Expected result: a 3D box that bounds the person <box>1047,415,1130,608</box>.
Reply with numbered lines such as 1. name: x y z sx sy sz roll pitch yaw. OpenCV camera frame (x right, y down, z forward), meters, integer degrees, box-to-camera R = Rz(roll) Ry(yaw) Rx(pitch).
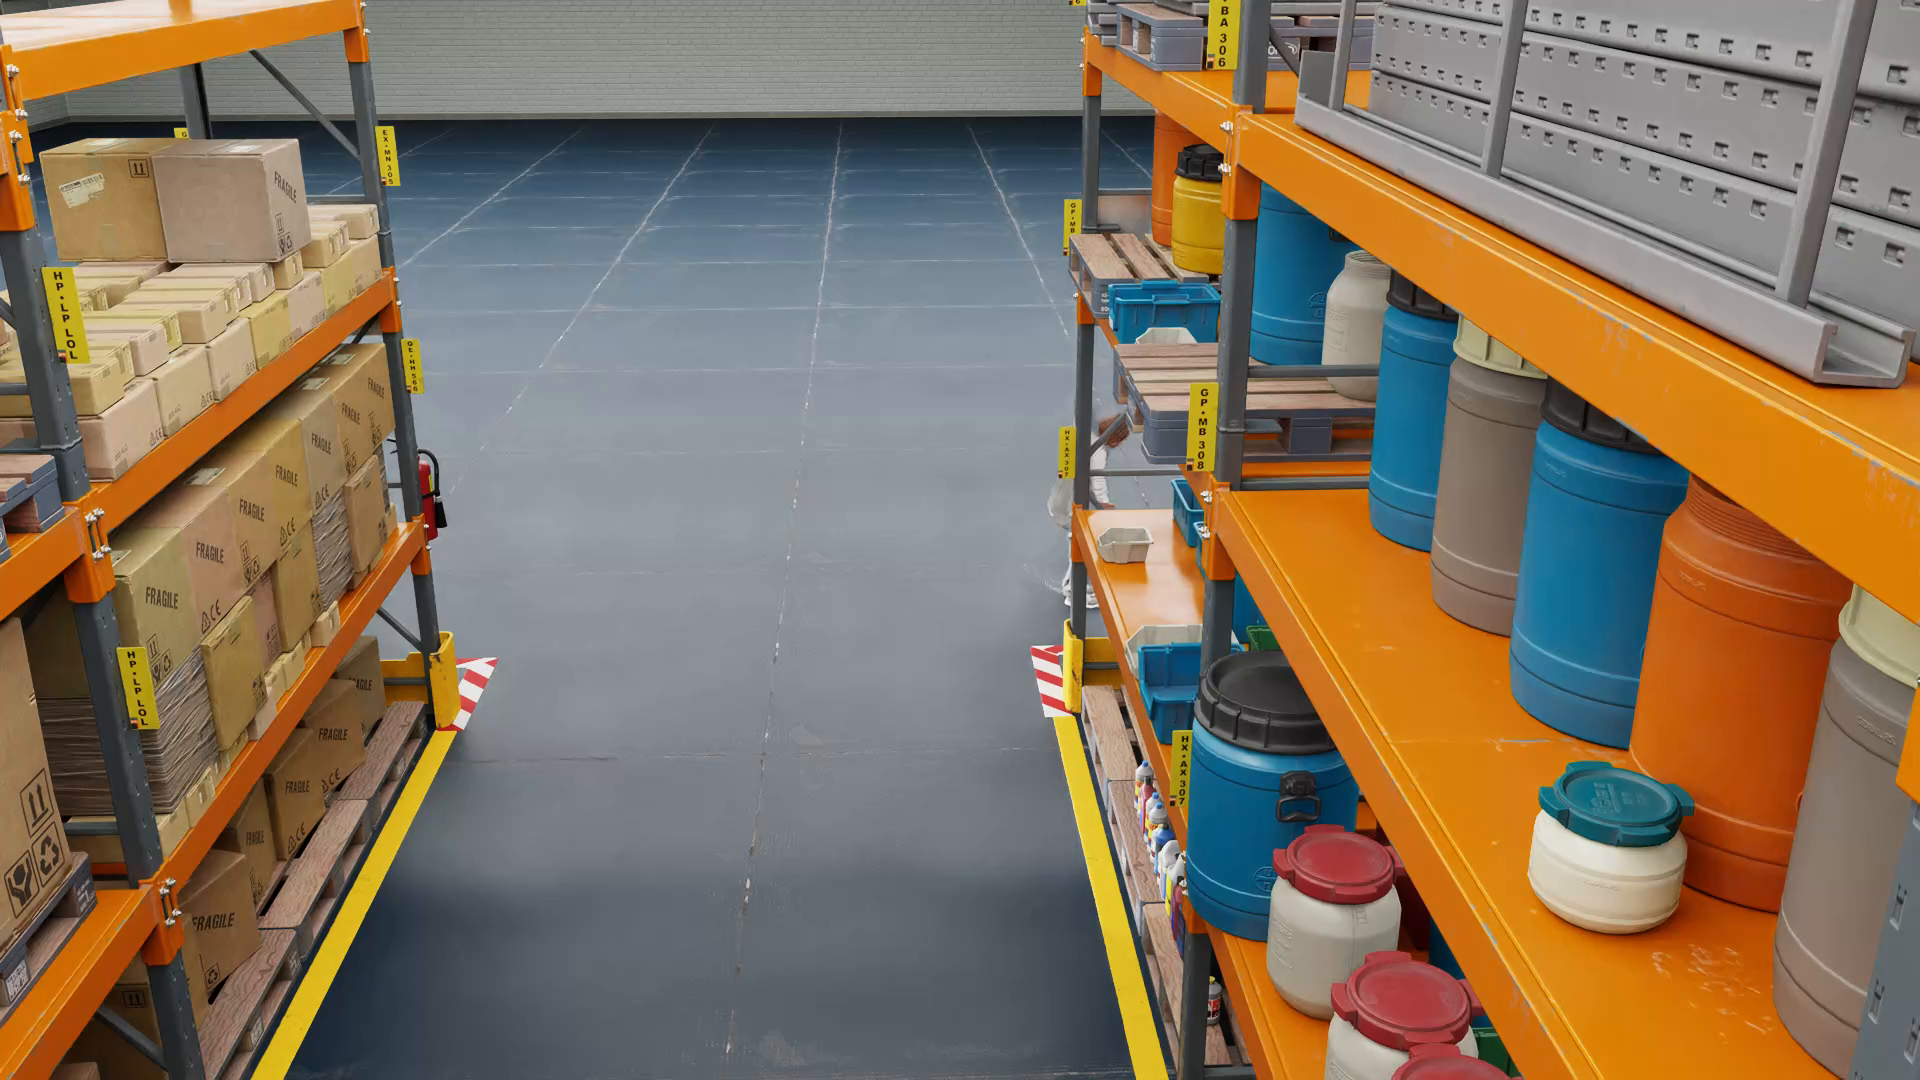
1. person: 0.914 -0.213 11.975 0.580 1.381 0.459 -1 21 -3
